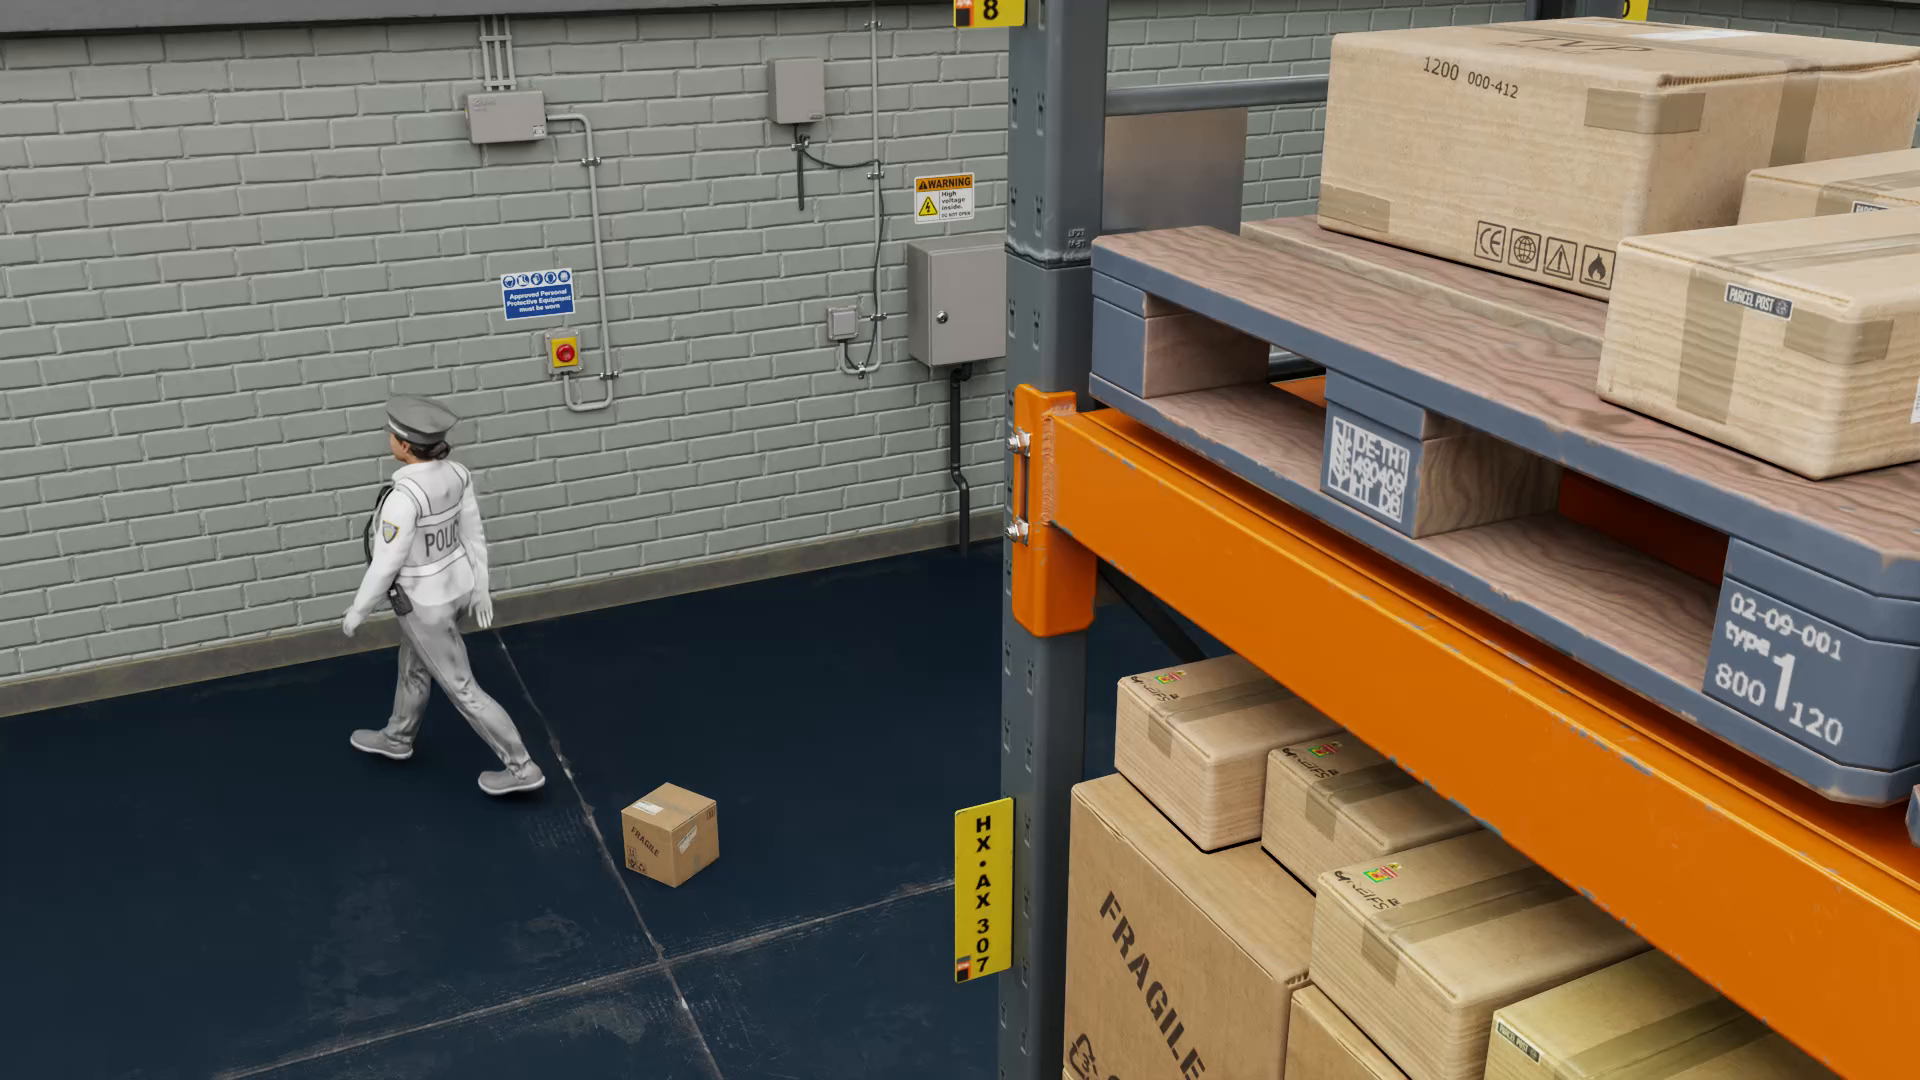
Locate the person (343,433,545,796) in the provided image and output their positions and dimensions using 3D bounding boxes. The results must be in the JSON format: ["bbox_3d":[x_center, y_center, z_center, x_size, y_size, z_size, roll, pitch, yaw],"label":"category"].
[{"bbox_3d":[-2.132,0.232,6.513,0.971,1.594,0.502,5,23,13],"label":"person"}]
